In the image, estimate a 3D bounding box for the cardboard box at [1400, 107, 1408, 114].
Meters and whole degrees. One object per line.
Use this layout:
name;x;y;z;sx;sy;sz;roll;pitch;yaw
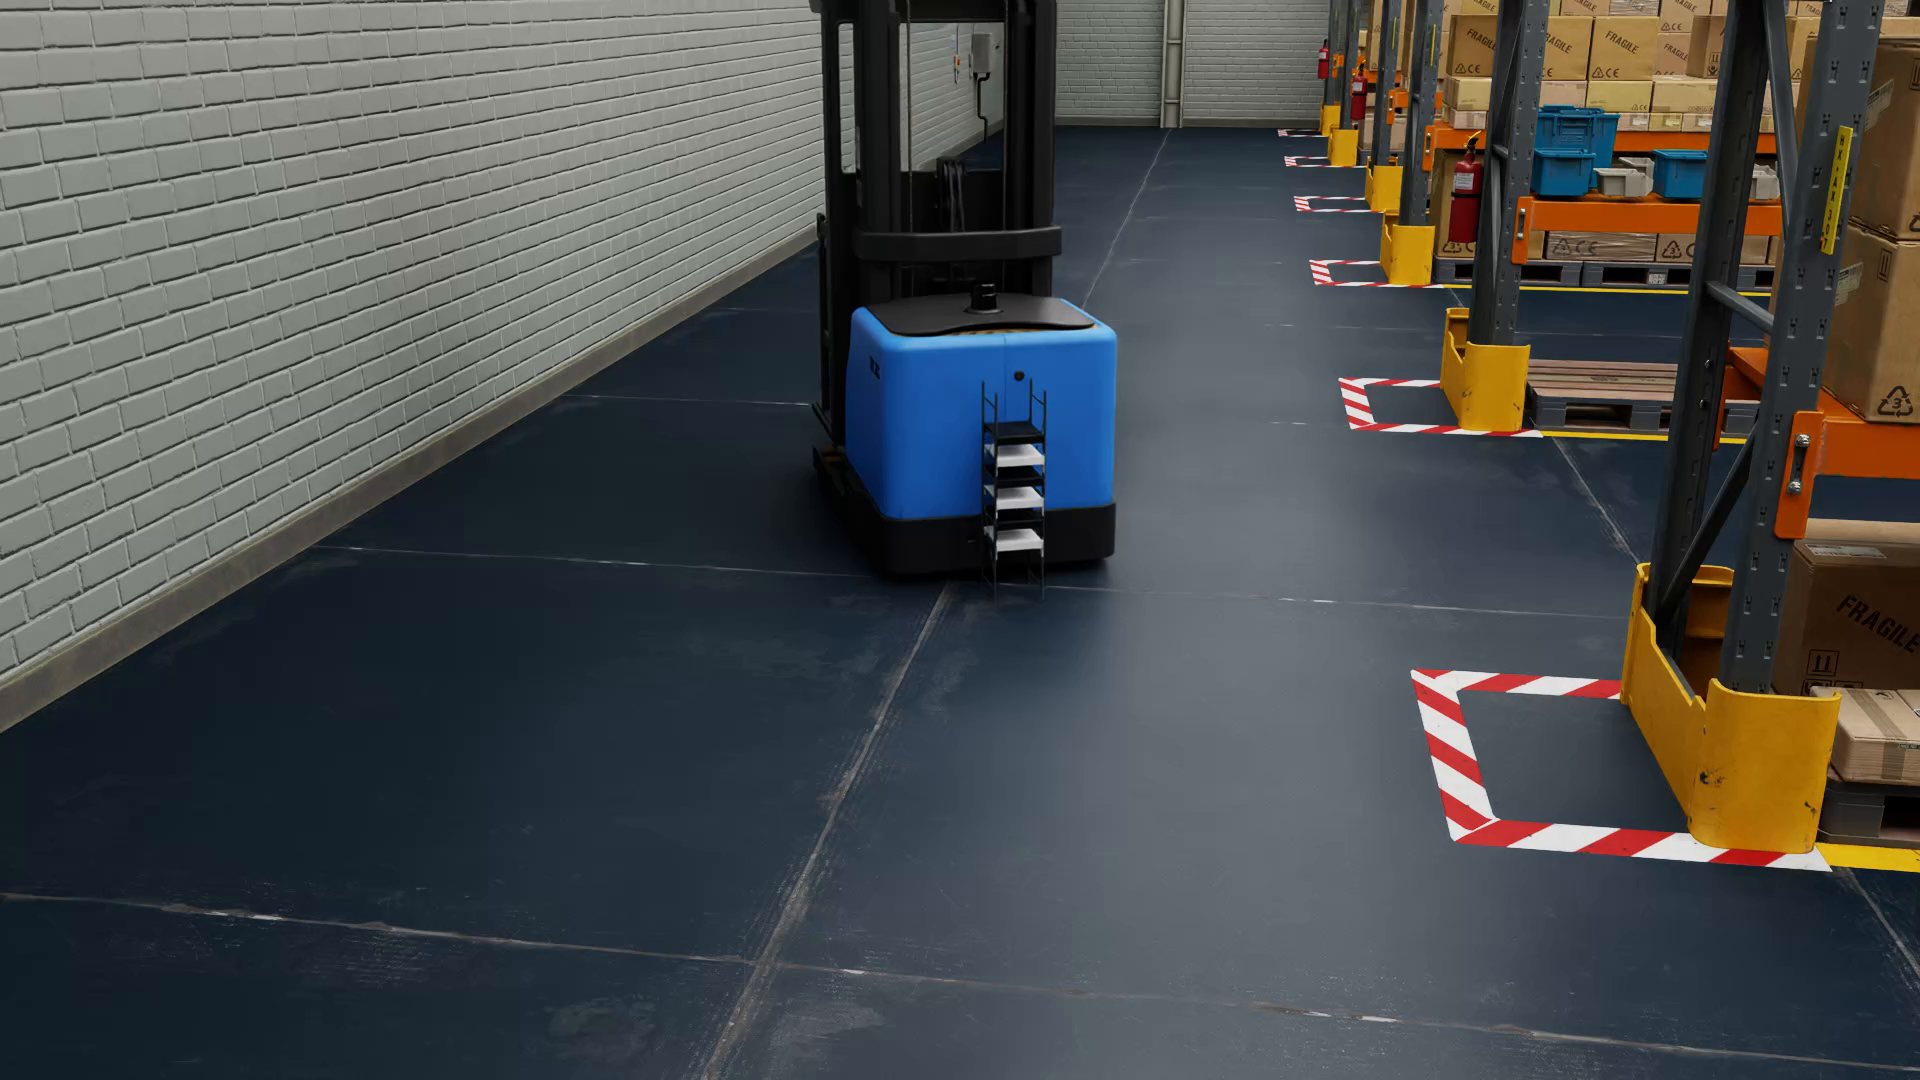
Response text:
cardboard box;7.754;-7.343;28.221;0.500;0.500;0.700;4;19;11

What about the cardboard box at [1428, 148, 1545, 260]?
cardboard box;4.616;-2.970;14.559;0.875;0.875;0.875;3;19;9

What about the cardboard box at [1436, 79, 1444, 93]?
cardboard box;5.384;-5.096;18.624;0.250;0.149;0.380;4;19;11

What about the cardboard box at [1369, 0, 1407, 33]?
cardboard box;5.972;-7.298;23.075;0.500;0.500;0.500;3;19;7

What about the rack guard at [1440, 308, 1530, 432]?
rack guard;3.160;-1.045;10.061;0.348;0.500;1.175;3;19;9

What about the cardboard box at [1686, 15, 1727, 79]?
cardboard box;6.489;-4.166;14.033;0.500;0.500;0.500;2;19;7

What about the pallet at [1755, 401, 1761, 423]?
pallet;5.195;-0.795;9.769;1.213;0.211;1.003;3;19;9

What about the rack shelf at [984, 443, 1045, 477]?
rack shelf;0.219;-0.338;6.852;0.200;0.077;0.258;-4;19;-12

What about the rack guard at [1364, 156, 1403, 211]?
rack guard;4.933;-4.145;19.324;0.348;0.500;1.175;3;19;9

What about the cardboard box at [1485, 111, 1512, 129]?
cardboard box;4.523;-3.533;13.950;0.250;0.149;0.380;3;19;8

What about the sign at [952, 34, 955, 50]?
sign;-0.096;-7.283;24.336;0.001;0.218;0.327;3;19;9

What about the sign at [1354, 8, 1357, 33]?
sign;5.449;-7.165;22.920;0.005;0.325;0.100;3;19;9

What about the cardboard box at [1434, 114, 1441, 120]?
cardboard box;7.116;-5.829;23.793;0.875;0.438;0.875;3;19;10

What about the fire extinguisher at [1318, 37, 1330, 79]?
fire extinguisher;6.108;-8.094;27.898;0.183;0.674;0.296;3;19;9

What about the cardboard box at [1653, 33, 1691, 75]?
cardboard box;7.772;-5.284;18.162;0.500;0.500;0.500;2;19;7

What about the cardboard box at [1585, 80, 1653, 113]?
cardboard box;5.412;-3.696;13.811;0.500;0.250;0.500;2;19;7

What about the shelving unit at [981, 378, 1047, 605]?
shelving unit;0.219;-0.199;6.899;0.210;0.900;0.258;-4;19;-12

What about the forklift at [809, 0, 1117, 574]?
forklift;-0.150;-1.676;8.115;1.130;2.935;3.031;-4;19;-12

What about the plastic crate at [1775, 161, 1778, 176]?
plastic crate;4.878;-2.118;9.648;0.250;0.136;0.298;3;19;9

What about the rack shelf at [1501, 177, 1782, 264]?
rack shelf;5.161;-1.792;9.486;4.000;0.370;1.077;3;19;9

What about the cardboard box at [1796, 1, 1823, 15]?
cardboard box;11.394;-7.031;22.277;0.500;0.500;0.500;3;19;8

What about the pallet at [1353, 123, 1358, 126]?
pallet;7.189;-7.079;28.549;1.213;0.211;1.003;3;19;9

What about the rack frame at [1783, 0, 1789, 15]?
rack frame;8.807;-5.133;18.337;0.127;3.000;1.000;3;19;9

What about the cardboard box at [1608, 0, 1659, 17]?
cardboard box;7.286;-5.789;18.096;0.500;0.500;0.500;3;19;10

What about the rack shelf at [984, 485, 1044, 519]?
rack shelf;0.219;-0.167;6.910;0.200;0.077;0.258;-4;19;-12

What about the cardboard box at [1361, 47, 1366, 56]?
cardboard box;6.866;-8.225;27.976;0.250;0.149;0.380;3;19;10

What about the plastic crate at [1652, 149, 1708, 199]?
plastic crate;4.027;-2.034;9.245;0.300;0.233;0.416;3;19;9

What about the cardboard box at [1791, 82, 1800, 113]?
cardboard box;6.932;-3.619;13.581;0.500;0.250;0.500;3;19;10

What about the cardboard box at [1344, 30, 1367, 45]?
cardboard box;6.823;-8.575;28.393;0.500;0.250;0.500;3;19;10

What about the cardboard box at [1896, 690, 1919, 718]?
cardboard box;3.002;0.594;4.992;0.250;0.166;0.380;3;19;9

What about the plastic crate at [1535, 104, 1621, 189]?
plastic crate;3.546;-2.321;9.782;0.499;0.435;0.616;3;19;9

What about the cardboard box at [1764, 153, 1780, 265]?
cardboard box;7.282;-2.834;14.153;0.875;0.875;0.875;3;19;9

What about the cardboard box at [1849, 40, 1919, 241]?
cardboard box;2.793;-1.099;4.547;0.500;0.500;0.500;3;19;10

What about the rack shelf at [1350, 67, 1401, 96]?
rack shelf;7.518;-6.448;23.402;4.000;0.370;1.077;3;19;9

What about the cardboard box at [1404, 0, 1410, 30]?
cardboard box;5.349;-6.052;18.881;0.500;0.500;0.500;3;19;8

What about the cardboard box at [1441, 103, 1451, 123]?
cardboard box;4.375;-3.751;14.605;0.250;0.149;0.380;3;19;10

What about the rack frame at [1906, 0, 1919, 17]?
rack frame;7.921;-3.584;13.708;0.127;3.000;1.000;3;19;9

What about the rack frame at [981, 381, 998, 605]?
rack frame;0.120;-0.192;6.877;0.006;0.900;0.240;-4;19;-12

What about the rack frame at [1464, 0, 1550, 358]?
rack frame;3.186;-2.234;9.672;0.127;3.000;1.000;3;19;9

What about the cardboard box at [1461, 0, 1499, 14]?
cardboard box;5.758;-5.868;18.331;0.500;0.500;0.500;3;19;10

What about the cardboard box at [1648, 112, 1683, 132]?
cardboard box;5.789;-3.468;13.757;0.250;0.149;0.380;2;19;7

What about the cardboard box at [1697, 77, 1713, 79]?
cardboard box;6.496;-3.811;14.153;0.500;0.250;0.500;3;19;10

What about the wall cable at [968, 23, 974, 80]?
wall cable;0.186;-8.093;25.584;0.122;1.984;0.588;3;19;9

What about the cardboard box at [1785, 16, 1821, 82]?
cardboard box;6.931;-3.976;13.464;0.500;0.500;0.500;3;19;9

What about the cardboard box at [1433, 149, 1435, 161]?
cardboard box;5.321;-4.331;18.833;0.250;0.149;0.380;2;19;6

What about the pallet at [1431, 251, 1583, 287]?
pallet;4.773;-2.447;14.705;1.213;0.211;1.003;3;19;9
